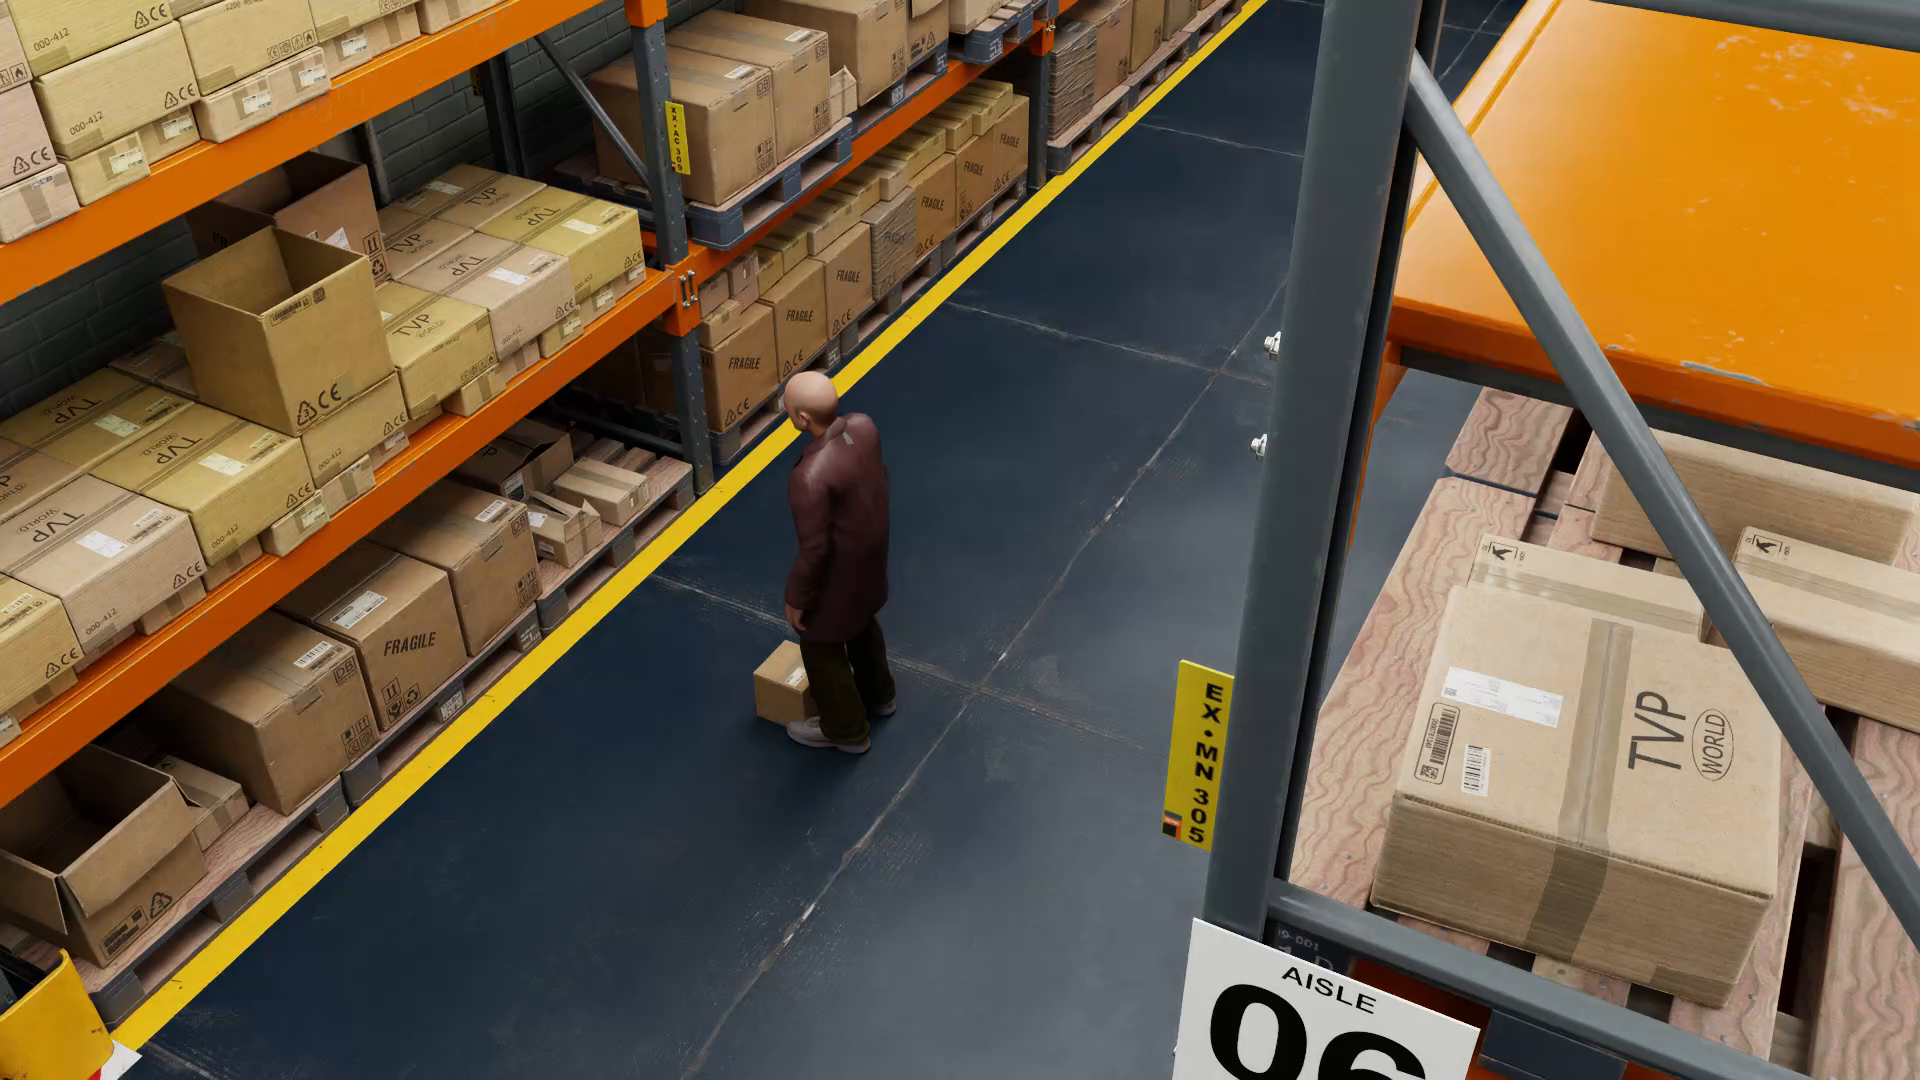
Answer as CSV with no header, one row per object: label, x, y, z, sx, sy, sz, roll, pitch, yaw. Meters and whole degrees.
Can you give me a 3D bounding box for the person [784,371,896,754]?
person,-0.493,0.100,6.632,0.416,1.774,0.656,16,40,20
